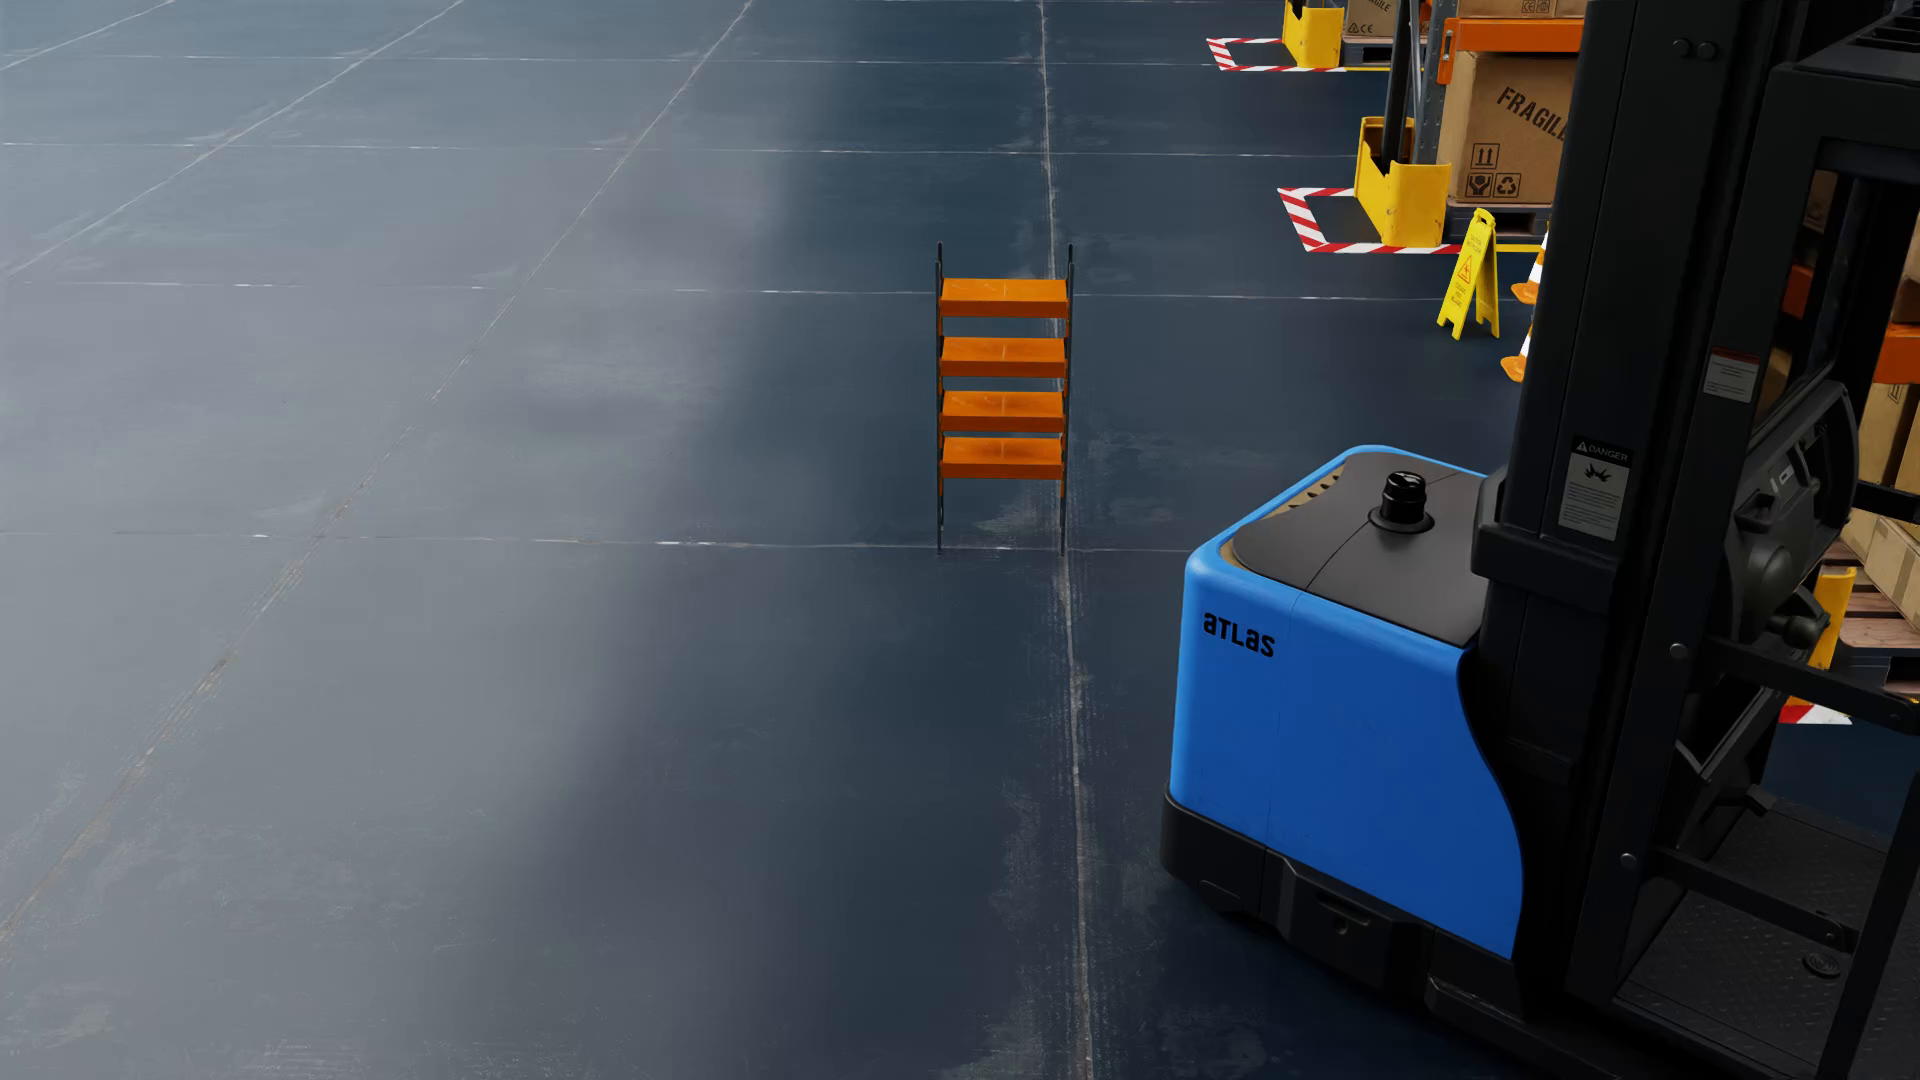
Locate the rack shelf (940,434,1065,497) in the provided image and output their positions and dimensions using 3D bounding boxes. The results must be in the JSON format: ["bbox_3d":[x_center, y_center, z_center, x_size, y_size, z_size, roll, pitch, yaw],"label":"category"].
[{"bbox_3d":[0.165,-0.293,6.526,0.480,0.148,0.258,1,28,2],"label":"rack shelf"}]

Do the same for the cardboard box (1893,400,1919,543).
[{"bbox_3d":[3.525,-0.199,5.548,0.500,0.500,0.500,0,28,0],"label":"cardboard box"}]

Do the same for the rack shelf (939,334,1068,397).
[{"bbox_3d":[0.165,-0.666,6.329,0.480,0.148,0.258,1,28,2],"label":"rack shelf"}]

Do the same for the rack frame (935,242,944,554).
[{"bbox_3d":[-0.078,-0.531,6.410,0.015,1.200,0.240,1,28,2],"label":"rack frame"}]

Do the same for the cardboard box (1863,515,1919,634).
[{"bbox_3d":[3.501,0.132,5.723,0.500,0.250,0.500,1,28,1],"label":"cardboard box"}]

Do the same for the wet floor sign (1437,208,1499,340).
[{"bbox_3d":[2.680,-1.392,8.625,0.232,0.644,0.267,-4,28,-7],"label":"wet floor sign"}]

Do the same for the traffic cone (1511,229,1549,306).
[{"bbox_3d":[3.259,-1.564,9.145,0.334,0.463,0.336,1,28,2],"label":"traffic cone"}]

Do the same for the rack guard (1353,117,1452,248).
[{"bbox_3d":[2.754,-2.254,10.407,0.348,0.500,1.175,1,28,2],"label":"rack guard"}]

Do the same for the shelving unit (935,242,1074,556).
[{"bbox_3d":[0.165,-0.527,6.402,0.503,1.200,0.258,1,28,2],"label":"shelving unit"}]

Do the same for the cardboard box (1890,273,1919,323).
[{"bbox_3d":[3.037,-0.826,5.313,0.250,0.149,0.380,1,28,2],"label":"cardboard box"}]

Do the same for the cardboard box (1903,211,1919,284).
[{"bbox_3d":[3.168,-1.078,5.094,0.500,0.500,0.500,1,28,1],"label":"cardboard box"}]

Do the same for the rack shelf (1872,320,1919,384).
[{"bbox_3d":[4.703,-0.689,5.553,4.000,0.370,1.077,1,28,2],"label":"rack shelf"}]

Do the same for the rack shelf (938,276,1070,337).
[{"bbox_3d":[0.165,-0.875,6.218,0.480,0.148,0.258,1,28,2],"label":"rack shelf"}]

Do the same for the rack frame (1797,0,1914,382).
[{"bbox_3d":[2.705,-1.040,5.447,0.127,3.000,1.000,1,28,2],"label":"rack frame"}]

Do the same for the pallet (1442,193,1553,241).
[{"bbox_3d":[3.580,-2.150,10.518,1.213,0.211,1.003,1,28,2],"label":"pallet"}]

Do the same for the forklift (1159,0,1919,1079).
[{"bbox_3d":[2.026,-0.034,3.622,3.031,2.935,1.130,22,35,35],"label":"forklift"}]

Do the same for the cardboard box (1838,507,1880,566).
[{"bbox_3d":[3.546,-0.123,6.204,0.500,0.250,0.500,1,28,2],"label":"cardboard box"}]

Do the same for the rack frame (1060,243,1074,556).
[{"bbox_3d":[0.409,-0.523,6.394,0.015,1.200,0.240,1,28,2],"label":"rack frame"}]

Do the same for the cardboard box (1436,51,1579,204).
[{"bbox_3d":[3.458,-2.625,10.258,0.875,0.875,0.875,1,28,2],"label":"cardboard box"}]

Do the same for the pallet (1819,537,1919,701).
[{"bbox_3d":[3.591,0.223,6.041,1.213,0.211,1.003,1,28,2],"label":"pallet"}]

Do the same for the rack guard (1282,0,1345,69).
[{"bbox_3d":[3.130,-4.573,14.781,0.348,0.500,1.175,1,28,2],"label":"rack guard"}]

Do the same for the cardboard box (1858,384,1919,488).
[{"bbox_3d":[3.514,-0.451,6.022,0.500,0.500,0.500,1,28,2],"label":"cardboard box"}]

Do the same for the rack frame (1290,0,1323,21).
[{"bbox_3d":[3.054,-5.678,14.197,0.127,3.000,1.000,1,28,2],"label":"rack frame"}]

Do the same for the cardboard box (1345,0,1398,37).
[{"bbox_3d":[3.678,-4.741,14.650,0.500,0.500,0.500,6,29,11],"label":"cardboard box"}]

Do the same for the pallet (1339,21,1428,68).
[{"bbox_3d":[3.941,-4.415,14.792,1.213,0.211,1.003,1,28,2],"label":"pallet"}]

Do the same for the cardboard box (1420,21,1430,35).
[{"bbox_3d":[4.276,-4.748,14.662,0.500,0.500,0.500,8,29,15],"label":"cardboard box"}]

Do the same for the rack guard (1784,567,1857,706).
[{"bbox_3d":[2.781,0.066,6.030,0.348,0.500,1.175,1,28,2],"label":"rack guard"}]

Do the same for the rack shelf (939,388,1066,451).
[{"bbox_3d":[0.165,-0.468,6.433,0.480,0.148,0.258,1,28,2],"label":"rack shelf"}]

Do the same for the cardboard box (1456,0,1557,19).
[{"bbox_3d":[3.151,-3.440,9.814,0.550,0.550,0.875,1,28,2],"label":"cardboard box"}]

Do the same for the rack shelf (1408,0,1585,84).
[{"bbox_3d":[4.777,-3.008,9.927,4.000,0.370,1.077,1,28,2],"label":"rack shelf"}]

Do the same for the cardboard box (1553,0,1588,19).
[{"bbox_3d":[3.701,-3.441,9.816,0.550,0.550,0.875,1,28,2],"label":"cardboard box"}]

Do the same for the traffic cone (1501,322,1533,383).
[{"bbox_3d":[2.879,-1.041,8.158,0.334,0.463,0.336,1,28,2],"label":"traffic cone"}]

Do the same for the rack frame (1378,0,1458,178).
[{"bbox_3d":[2.778,-3.359,9.821,0.127,3.000,1.000,1,28,2],"label":"rack frame"}]
